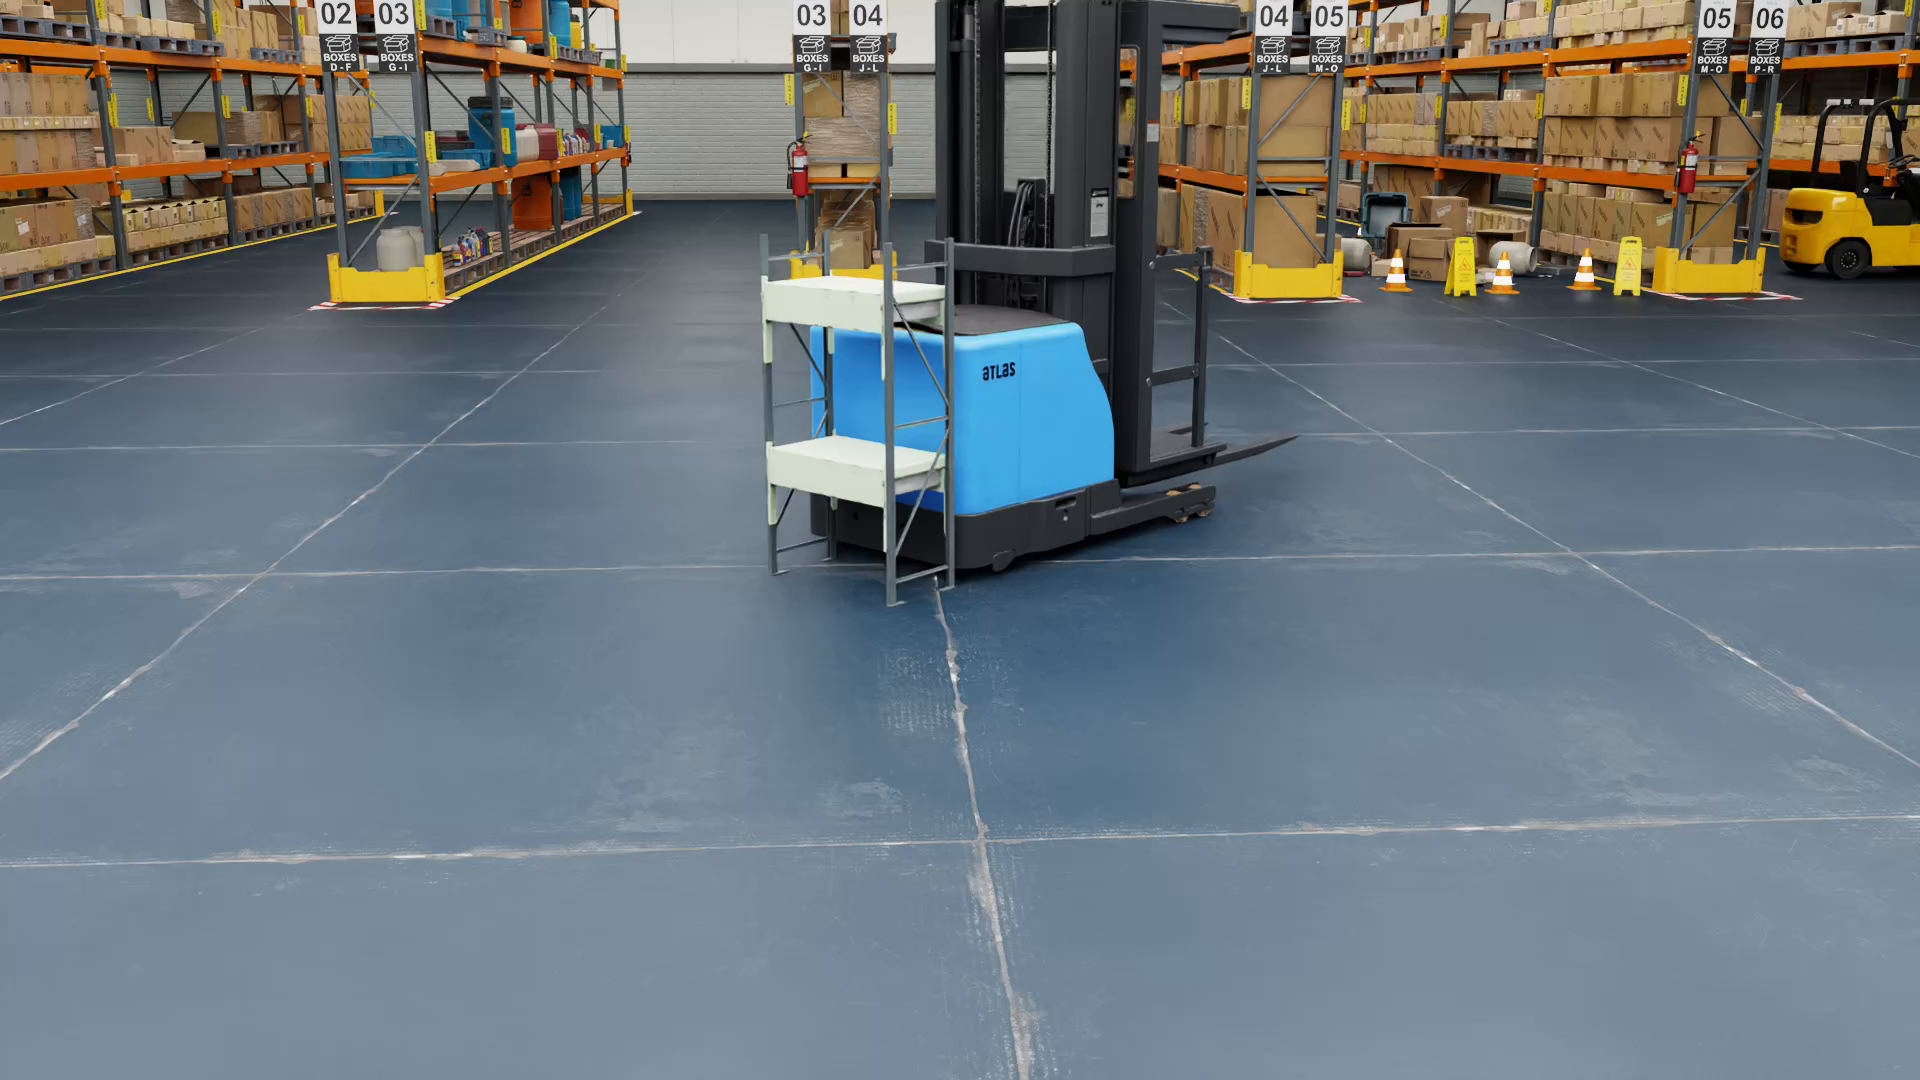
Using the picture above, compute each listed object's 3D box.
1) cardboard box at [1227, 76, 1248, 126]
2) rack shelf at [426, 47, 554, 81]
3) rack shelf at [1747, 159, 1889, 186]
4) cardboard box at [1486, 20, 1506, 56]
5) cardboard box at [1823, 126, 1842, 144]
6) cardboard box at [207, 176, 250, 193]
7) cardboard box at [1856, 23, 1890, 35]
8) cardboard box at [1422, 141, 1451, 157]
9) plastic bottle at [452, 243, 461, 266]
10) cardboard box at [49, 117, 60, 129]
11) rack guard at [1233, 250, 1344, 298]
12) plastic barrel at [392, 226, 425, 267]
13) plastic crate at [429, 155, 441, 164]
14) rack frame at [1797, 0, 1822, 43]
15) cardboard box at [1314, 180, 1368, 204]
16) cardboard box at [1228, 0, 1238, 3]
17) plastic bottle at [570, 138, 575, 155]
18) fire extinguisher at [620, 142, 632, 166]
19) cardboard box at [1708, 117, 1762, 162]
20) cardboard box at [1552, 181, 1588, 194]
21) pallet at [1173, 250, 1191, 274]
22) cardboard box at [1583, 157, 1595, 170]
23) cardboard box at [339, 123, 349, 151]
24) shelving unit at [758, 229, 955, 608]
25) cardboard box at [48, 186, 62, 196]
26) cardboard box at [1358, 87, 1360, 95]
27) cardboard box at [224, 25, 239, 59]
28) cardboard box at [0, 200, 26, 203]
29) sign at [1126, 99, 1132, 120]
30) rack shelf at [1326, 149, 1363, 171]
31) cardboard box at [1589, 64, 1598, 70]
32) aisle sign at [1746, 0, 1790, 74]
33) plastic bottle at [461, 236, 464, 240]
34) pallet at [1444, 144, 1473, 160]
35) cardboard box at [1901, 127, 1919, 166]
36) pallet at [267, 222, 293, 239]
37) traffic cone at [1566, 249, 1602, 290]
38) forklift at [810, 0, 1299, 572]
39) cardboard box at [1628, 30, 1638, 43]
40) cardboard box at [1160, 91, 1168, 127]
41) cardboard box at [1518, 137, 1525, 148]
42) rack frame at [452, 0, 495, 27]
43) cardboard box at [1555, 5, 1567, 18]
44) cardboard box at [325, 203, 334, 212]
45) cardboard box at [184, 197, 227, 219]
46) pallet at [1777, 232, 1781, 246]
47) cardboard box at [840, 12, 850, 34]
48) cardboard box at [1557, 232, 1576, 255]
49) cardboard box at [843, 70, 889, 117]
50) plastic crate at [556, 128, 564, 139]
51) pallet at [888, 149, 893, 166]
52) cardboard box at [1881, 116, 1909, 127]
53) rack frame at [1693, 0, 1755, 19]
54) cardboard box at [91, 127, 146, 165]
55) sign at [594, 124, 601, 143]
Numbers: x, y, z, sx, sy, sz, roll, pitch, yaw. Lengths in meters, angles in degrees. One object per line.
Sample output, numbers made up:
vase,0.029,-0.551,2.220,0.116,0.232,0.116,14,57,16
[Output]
cardboard box,3.563,-5.025,19.067,0.875,0.550,0.550,-1,14,-3
rack shelf,-6.598,-6.669,23.351,1.077,0.370,4.000,-1,14,-3
rack shelf,13.190,-5.524,24.918,1.077,0.370,4.000,-1,14,-3
cardboard box,8.235,-7.416,24.601,0.797,0.503,0.637,-1,14,-3
cardboard box,12.964,-5.917,24.302,0.500,0.250,0.500,-1,14,-2
cardboard box,-12.034,-5.850,27.371,0.500,0.250,0.500,-1,14,-4
cardboard box,12.943,-7.226,23.533,0.380,0.149,0.250,-1,14,-4
cardboard box,7.822,-6.341,26.952,0.500,0.250,0.500,-1,14,-5
plastic bottle,-6.028,-3.420,19.892,0.097,0.271,0.097,0,14,0
cardboard box,-11.126,-5.037,20.082,0.380,0.149,0.250,-1,14,-4
rack guard,3.675,-2.984,18.621,1.175,0.500,0.348,-1,14,-3
plastic barrel,-6.374,-3.358,19.210,0.421,0.512,0.421,0,14,0
plastic crate,-6.672,-4.623,20.400,0.450,0.188,0.662,-1,14,-3
rack frame,13.066,-9.275,26.014,1.000,3.000,0.127,-1,14,-3
cardboard box,7.758,-7.081,33.828,0.875,0.438,0.875,-1,14,-5
cardboard box,3.334,-6.218,18.816,0.500,0.250,0.500,-1,14,-3
plastic bottle,-6.546,-6.597,27.894,0.152,0.276,0.135,-1,14,-3
fire extinguisher,-6.773,-7.878,33.531,0.296,0.674,0.183,-1,14,-3
cardboard box,8.856,-4.617,19.153,0.500,0.500,0.500,-1,14,-4
cardboard box,8.075,-4.663,21.999,0.380,0.149,0.250,-1,14,-3
pallet,3.395,-3.655,21.807,1.003,0.211,1.213,-1,14,-3
cardboard box,8.130,-4.774,21.065,0.380,0.149,0.250,-1,14,-3
cardboard box,-11.770,-7.539,31.108,0.500,0.500,0.500,-1,14,-4
shelving unit,-0.438,-0.542,7.122,0.755,1.500,0.431,12,19,40
cardboard box,-16.830,-6.210,30.315,0.700,0.500,0.500,-1,14,-4
cardboard box,7.614,-8.335,30.890,0.380,0.149,0.250,-1,14,-3
cardboard box,-11.758,-7.723,25.801,0.910,0.500,0.500,-1,14,-3
cardboard box,-11.640,-3.858,20.172,0.500,0.500,0.500,-1,14,-3
sign,2.637,-6.702,25.890,0.100,0.325,0.005,-1,14,-3
rack shelf,7.741,-7.436,32.350,1.077,0.370,4.000,-1,14,-3
cardboard box,12.377,-9.163,32.102,0.380,0.149,0.250,-1,14,-2
aisle sign,8.921,-5.551,18.362,0.394,0.787,0.004,-1,14,-3
plastic bottle,-6.215,-3.673,20.852,0.061,0.283,0.133,-1,14,-3
pallet,8.263,-6.023,25.802,1.213,0.211,1.003,-1,14,-3
cardboard box,13.081,-5.309,22.438,0.500,0.500,0.500,-1,14,-5
pallet,-11.747,-5.125,27.523,1.003,0.211,1.213,-1,14,-3
traffic cone,7.294,-3.161,19.382,0.336,0.463,0.334,-1,14,-3
forklift,0.659,-1.578,8.276,1.130,2.935,3.031,13,19,41
cardboard box,8.255,-6.037,19.953,0.380,0.149,0.250,-1,14,-5
cardboard box,3.295,-6.231,24.016,0.700,0.500,0.500,-1,14,-4
cardboard box,8.054,-5.568,23.310,0.380,0.149,0.250,-1,14,-5
rack frame,-6.474,-7.973,20.955,1.000,3.000,0.127,-1,14,-3
cardboard box,8.054,-6.931,21.828,0.380,0.149,0.250,-1,14,-4
cardboard box,-11.788,-6.145,30.694,0.380,0.166,0.250,-1,14,-3
cardboard box,-11.388,-5.004,25.004,0.500,0.311,0.500,-1,14,-2
pallet,13.151,-4.511,25.135,1.003,0.211,1.213,-1,14,-3
cardboard box,-1.055,-5.653,18.259,0.500,0.250,0.500,0,14,-2
cardboard box,8.172,-3.885,21.783,0.500,0.250,0.500,0,14,0
cardboard box,-1.045,-4.967,18.507,0.500,0.500,0.500,-1,14,-3
plastic crate,-7.339,-7.189,29.860,0.392,0.384,0.575,-1,14,-3
pallet,-1.433,-5.243,22.771,1.003,0.211,1.213,-1,14,-3
cardboard box,13.071,-5.819,23.119,0.380,0.149,0.250,0,14,-2
rack frame,8.608,-7.208,17.980,1.000,3.000,0.127,-1,14,-3
cardboard box,-11.482,-5.363,22.649,0.500,0.500,0.500,0,14,1
sign,-6.421,-7.199,29.432,0.100,0.325,0.005,-1,14,-3
